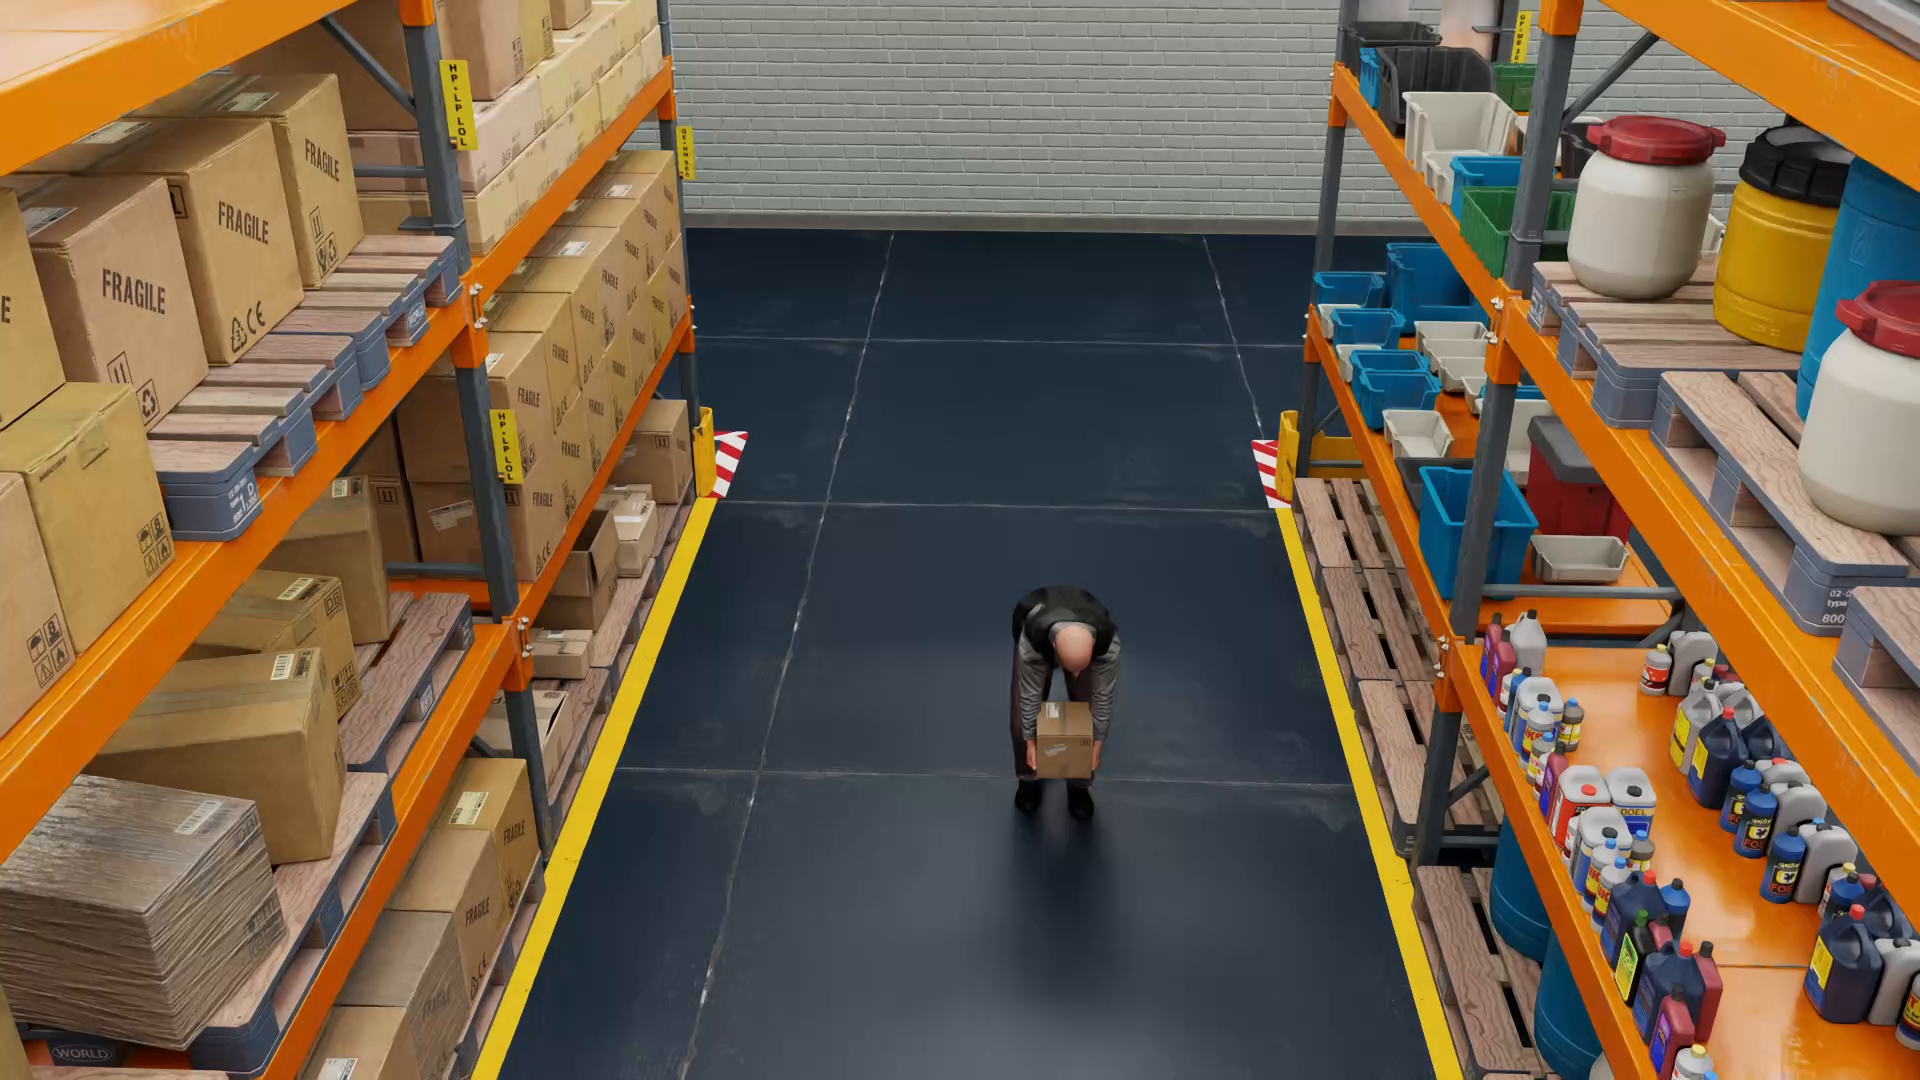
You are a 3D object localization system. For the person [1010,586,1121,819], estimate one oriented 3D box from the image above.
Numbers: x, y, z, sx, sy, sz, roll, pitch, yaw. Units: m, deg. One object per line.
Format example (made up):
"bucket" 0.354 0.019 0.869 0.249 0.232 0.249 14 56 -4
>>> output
"person" 0.476 0.770 7.665 0.481 1.277 0.907 0 28 0
